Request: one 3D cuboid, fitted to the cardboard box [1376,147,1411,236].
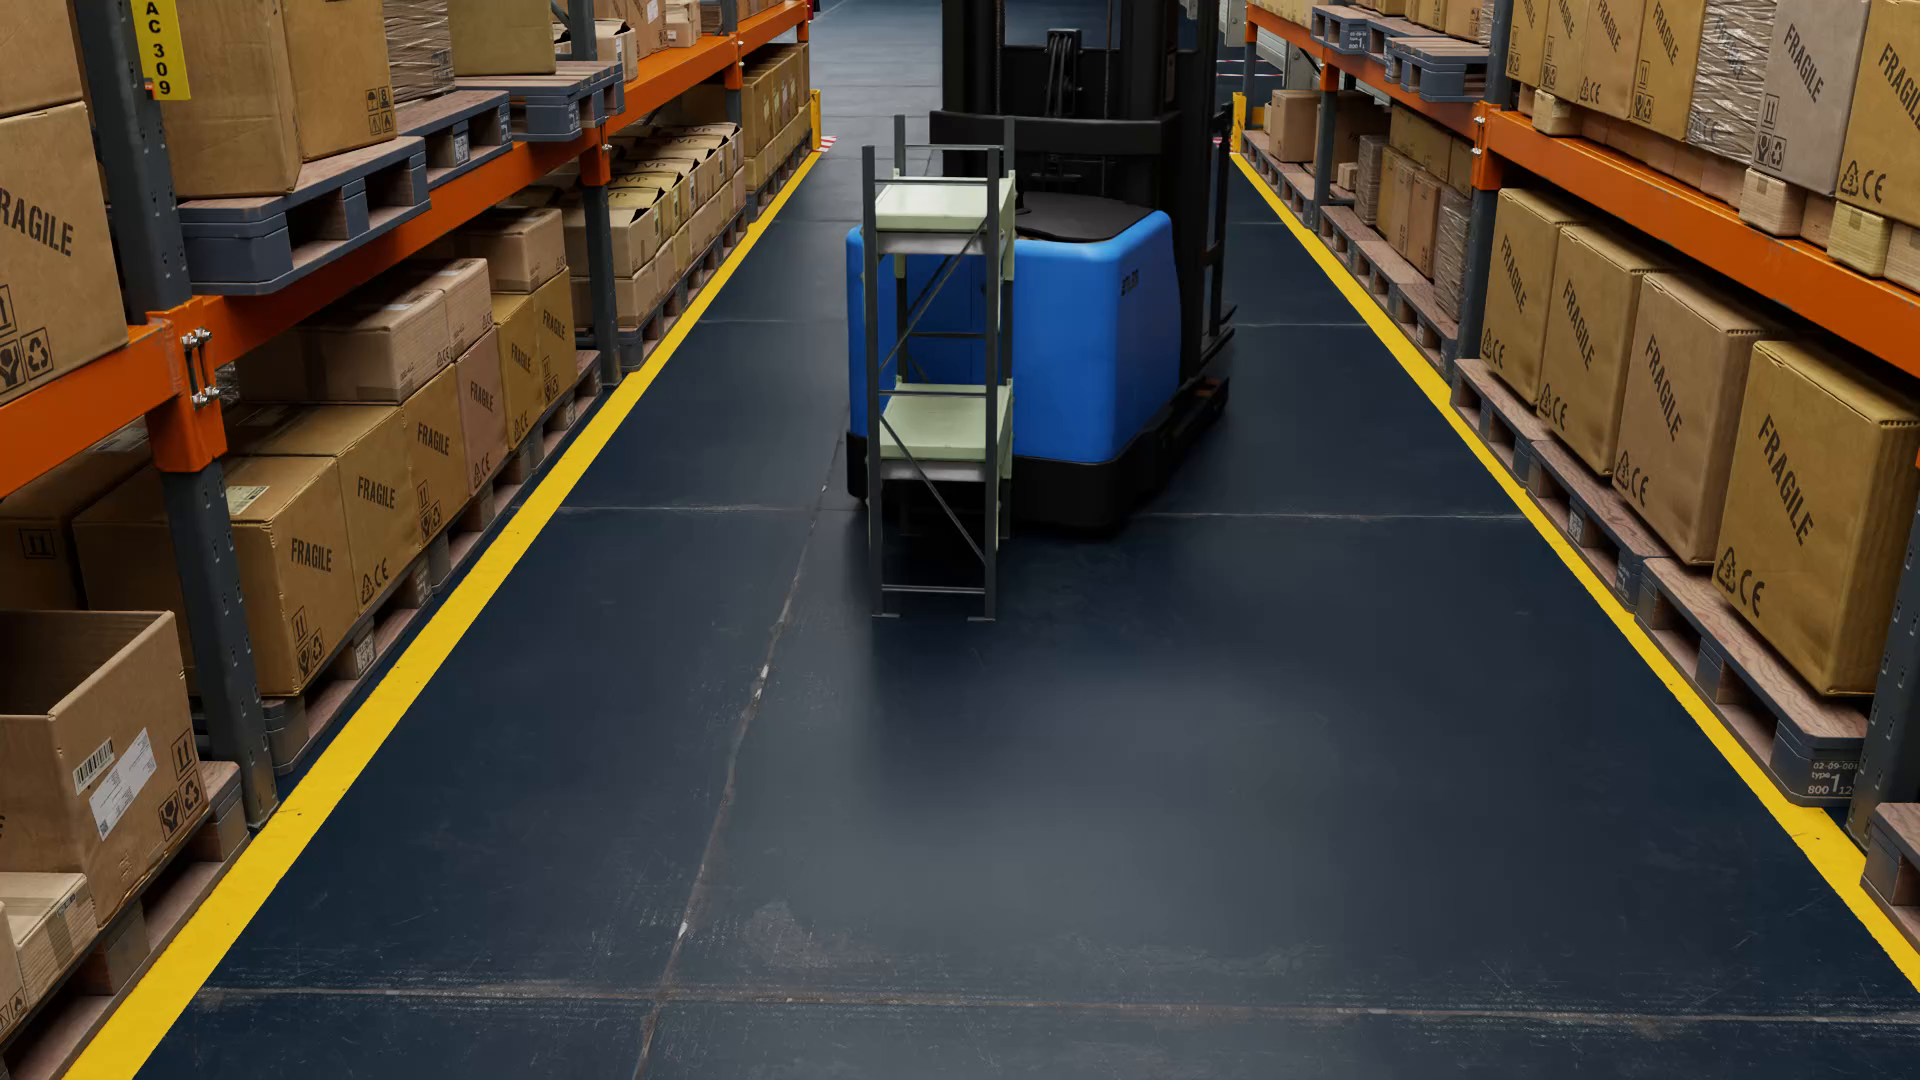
[{"bbox_3d":[2.978,-2.123,10.200,0.700,0.500,0.500,0,21,1],"label":"cardboard box"}]

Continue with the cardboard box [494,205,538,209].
[{"bbox_3d":[-2.354,-1.511,8.222,0.500,0.311,0.500,1,21,3],"label":"cardboard box"}]

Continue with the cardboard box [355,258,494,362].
[{"bbox_3d":[-1.942,-0.802,5.759,0.500,0.250,0.500,0,21,1],"label":"cardboard box"}]

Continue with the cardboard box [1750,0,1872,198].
[{"bbox_3d":[2.474,-1.193,4.380,0.500,0.500,0.500,1,21,2],"label":"cardboard box"}]

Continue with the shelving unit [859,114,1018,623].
[{"bbox_3d":[-0.052,-0.576,5.439,0.431,1.500,0.755,2,21,5],"label":"shelving unit"}]

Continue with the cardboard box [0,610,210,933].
[{"bbox_3d":[-1.979,0.472,3.513,0.500,0.500,0.500,1,21,2],"label":"cardboard box"}]

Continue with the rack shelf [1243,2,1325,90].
[{"bbox_3d":[3.010,-3.924,12.991,1.077,0.370,4.000,1,21,2],"label":"rack shelf"}]

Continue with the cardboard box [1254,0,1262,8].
[{"bbox_3d":[2.737,-4.561,13.818,0.500,0.250,0.500,0,21,0],"label":"cardboard box"}]

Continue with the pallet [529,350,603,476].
[{"bbox_3d":[-2.184,-0.574,7.216,1.003,0.211,1.213,1,21,2],"label":"pallet"}]

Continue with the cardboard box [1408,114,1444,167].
[{"bbox_3d":[2.921,-2.312,9.652,0.500,0.250,0.500,0,21,0],"label":"cardboard box"}]

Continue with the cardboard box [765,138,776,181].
[{"bbox_3d":[-1.665,-2.849,12.445,0.500,0.250,0.500,1,21,2],"label":"cardboard box"}]

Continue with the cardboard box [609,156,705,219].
[{"bbox_3d":[-1.774,-2.065,9.650,0.500,0.311,0.500,0,21,1],"label":"cardboard box"}]

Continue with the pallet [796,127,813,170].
[{"bbox_3d":[-1.862,-3.459,14.652,1.003,0.211,1.213,1,21,2],"label":"pallet"}]

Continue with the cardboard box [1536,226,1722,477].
[{"bbox_3d":[2.641,-0.703,6.085,0.750,0.750,0.750,1,21,1],"label":"cardboard box"}]

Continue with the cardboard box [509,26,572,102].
[{"bbox_3d":[-2.069,-2.233,7.760,0.500,0.311,0.500,2,21,5],"label":"cardboard box"}]

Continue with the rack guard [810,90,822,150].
[{"bbox_3d":[-1.880,-3.879,15.336,1.175,0.500,0.348,1,21,2],"label":"rack guard"}]

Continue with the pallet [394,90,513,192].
[{"bbox_3d":[-2.179,-1.351,5.629,1.003,0.211,1.213,1,21,2],"label":"pallet"}]

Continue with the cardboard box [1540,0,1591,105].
[{"bbox_3d":[2.532,-1.923,6.261,0.500,0.500,0.500,1,21,3],"label":"cardboard box"}]

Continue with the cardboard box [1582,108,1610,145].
[{"bbox_3d":[2.593,-1.588,6.294,0.380,0.149,0.250,0,21,1],"label":"cardboard box"}]

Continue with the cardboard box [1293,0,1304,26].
[{"bbox_3d":[2.684,-3.831,11.935,0.500,0.250,0.500,1,21,2],"label":"cardboard box"}]

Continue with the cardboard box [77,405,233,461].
[{"bbox_3d":[-2.494,-0.097,4.980,0.500,0.500,0.500,1,21,2],"label":"cardboard box"}]

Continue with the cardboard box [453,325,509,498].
[{"bbox_3d":[-1.944,-0.466,5.930,0.500,0.500,0.500,0,21,0],"label":"cardboard box"}]

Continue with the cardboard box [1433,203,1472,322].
[{"bbox_3d":[2.797,-1.391,8.315,0.700,0.500,0.500,1,21,2],"label":"cardboard box"}]

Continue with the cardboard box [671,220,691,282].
[{"bbox_3d":[-1.790,-1.613,9.261,0.500,0.250,0.500,0,21,0],"label":"cardboard box"}]

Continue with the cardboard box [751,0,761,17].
[{"bbox_3d":[-1.952,-4.354,12.966,0.700,0.500,0.500,1,21,3],"label":"cardboard box"}]

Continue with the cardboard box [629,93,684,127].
[{"bbox_3d":[-2.180,-3.204,12.324,0.500,0.500,0.500,1,21,2],"label":"cardboard box"}]

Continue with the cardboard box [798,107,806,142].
[{"bbox_3d":[-1.605,-3.572,14.309,0.500,0.250,0.500,1,21,2],"label":"cardboard box"}]

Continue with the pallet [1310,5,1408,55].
[{"bbox_3d":[2.781,-3.172,10.324,1.003,0.211,1.213,1,21,2],"label":"pallet"}]

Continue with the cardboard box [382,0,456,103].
[{"bbox_3d":[-2.249,-1.828,5.876,0.700,0.500,0.500,5,22,12],"label":"cardboard box"}]

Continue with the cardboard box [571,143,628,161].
[{"bbox_3d":[-2.299,-2.250,10.127,0.500,0.311,0.500,0,21,0],"label":"cardboard box"}]

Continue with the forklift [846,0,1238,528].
[{"bbox_3d":[0.571,-1.910,6.900,1.130,2.935,3.031,8,23,19],"label":"forklift"}]

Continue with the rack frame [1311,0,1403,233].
[{"bbox_3d":[2.949,-3.537,10.997,1.000,3.000,0.127,1,21,2],"label":"rack frame"}]

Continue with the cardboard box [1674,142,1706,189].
[{"bbox_3d":[2.535,-1.216,5.337,0.380,0.149,0.250,1,21,3],"label":"cardboard box"}]

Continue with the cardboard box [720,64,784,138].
[{"bbox_3d":[-1.645,-3.379,12.775,0.500,0.500,0.500,1,21,2],"label":"cardboard box"}]

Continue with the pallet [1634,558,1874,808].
[{"bbox_3d":[2.654,0.376,4.768,1.003,0.211,1.213,1,21,2],"label":"pallet"}]

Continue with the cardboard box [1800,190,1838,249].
[{"bbox_3d":[2.470,-0.846,4.383,0.380,0.149,0.250,1,21,3],"label":"cardboard box"}]

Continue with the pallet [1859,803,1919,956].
[{"bbox_3d":[2.605,0.930,3.340,1.003,0.211,1.213,1,21,2],"label":"pallet"}]

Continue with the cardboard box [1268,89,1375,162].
[{"bbox_3d":[2.870,-3.303,13.241,0.700,0.500,0.500,-1,21,-2],"label":"cardboard box"}]

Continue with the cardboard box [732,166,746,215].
[{"bbox_3d":[-1.725,-2.351,11.161,0.500,0.250,0.500,0,21,1],"label":"cardboard box"}]

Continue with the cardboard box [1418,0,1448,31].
[{"bbox_3d":[2.847,-2.963,8.772,0.700,0.500,0.500,1,21,2],"label":"cardboard box"}]

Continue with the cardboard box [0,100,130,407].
[{"bbox_3d":[-2.004,-0.560,3.188,0.500,0.500,0.500,1,21,3],"label":"cardboard box"}]

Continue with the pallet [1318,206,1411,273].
[{"bbox_3d":[2.927,-1.955,10.776,1.003,0.211,1.213,1,21,2],"label":"pallet"}]

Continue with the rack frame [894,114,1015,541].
[{"bbox_3d":[-0.019,-0.708,5.779,0.400,1.500,0.023,2,21,5],"label":"rack frame"}]

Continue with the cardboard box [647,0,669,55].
[{"bbox_3d":[-2.058,-3.168,9.910,0.500,0.500,0.500,2,21,6],"label":"cardboard box"}]

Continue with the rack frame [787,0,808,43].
[{"bbox_3d":[-1.881,-5.036,14.861,1.000,3.000,0.127,1,21,2],"label":"rack frame"}]

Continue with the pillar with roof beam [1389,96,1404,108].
[{"bbox_3d":[-0.389,-7.565,13.085,9.100,9.000,0.400,1,21,2],"label":"pillar with roof beam"}]
